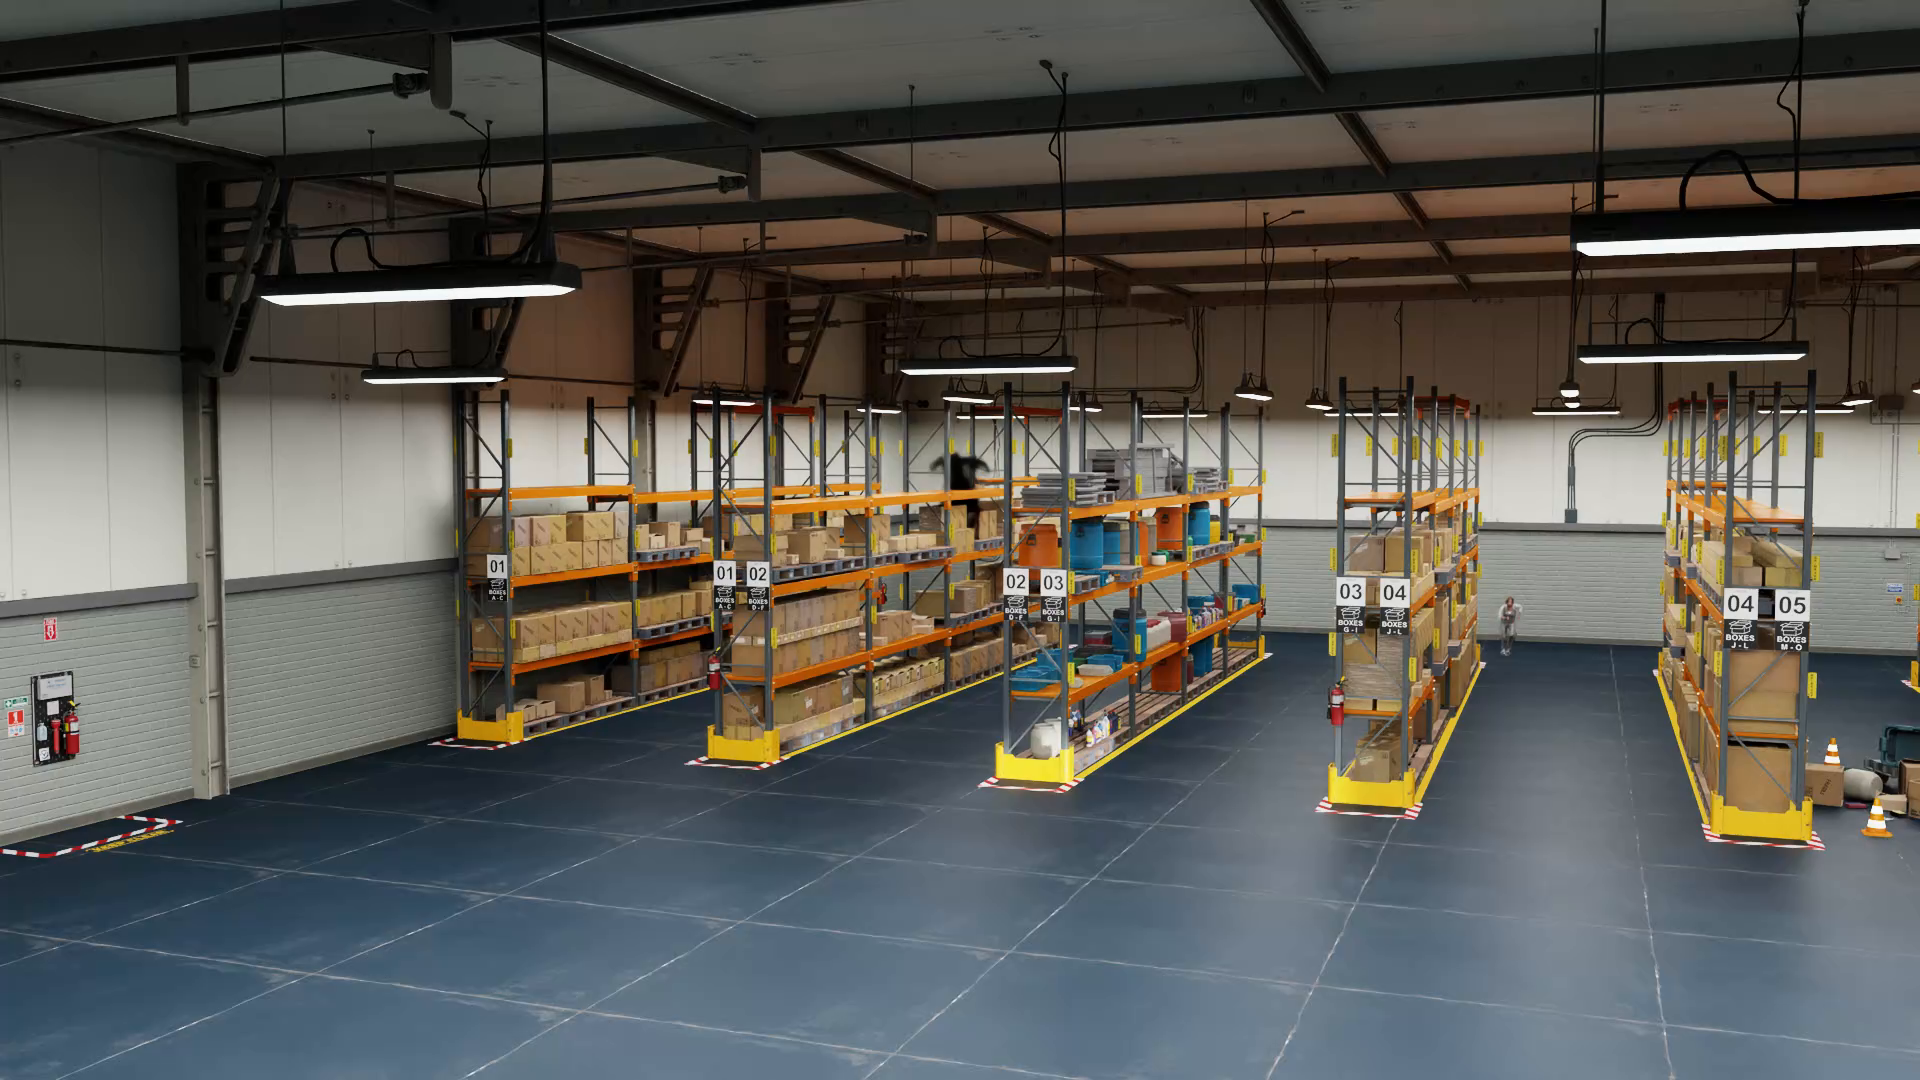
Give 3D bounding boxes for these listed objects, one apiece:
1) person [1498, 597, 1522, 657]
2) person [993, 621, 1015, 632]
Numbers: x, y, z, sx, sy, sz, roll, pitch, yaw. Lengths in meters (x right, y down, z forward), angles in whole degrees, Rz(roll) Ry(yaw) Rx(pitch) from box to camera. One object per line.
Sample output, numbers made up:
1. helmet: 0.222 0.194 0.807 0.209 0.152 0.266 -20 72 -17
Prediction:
1. person: 13.189 2.071 39.924 0.584 1.464 0.885 0 3 7
2. person: 1.240 1.715 43.885 0.908 1.703 0.614 2 4 29
